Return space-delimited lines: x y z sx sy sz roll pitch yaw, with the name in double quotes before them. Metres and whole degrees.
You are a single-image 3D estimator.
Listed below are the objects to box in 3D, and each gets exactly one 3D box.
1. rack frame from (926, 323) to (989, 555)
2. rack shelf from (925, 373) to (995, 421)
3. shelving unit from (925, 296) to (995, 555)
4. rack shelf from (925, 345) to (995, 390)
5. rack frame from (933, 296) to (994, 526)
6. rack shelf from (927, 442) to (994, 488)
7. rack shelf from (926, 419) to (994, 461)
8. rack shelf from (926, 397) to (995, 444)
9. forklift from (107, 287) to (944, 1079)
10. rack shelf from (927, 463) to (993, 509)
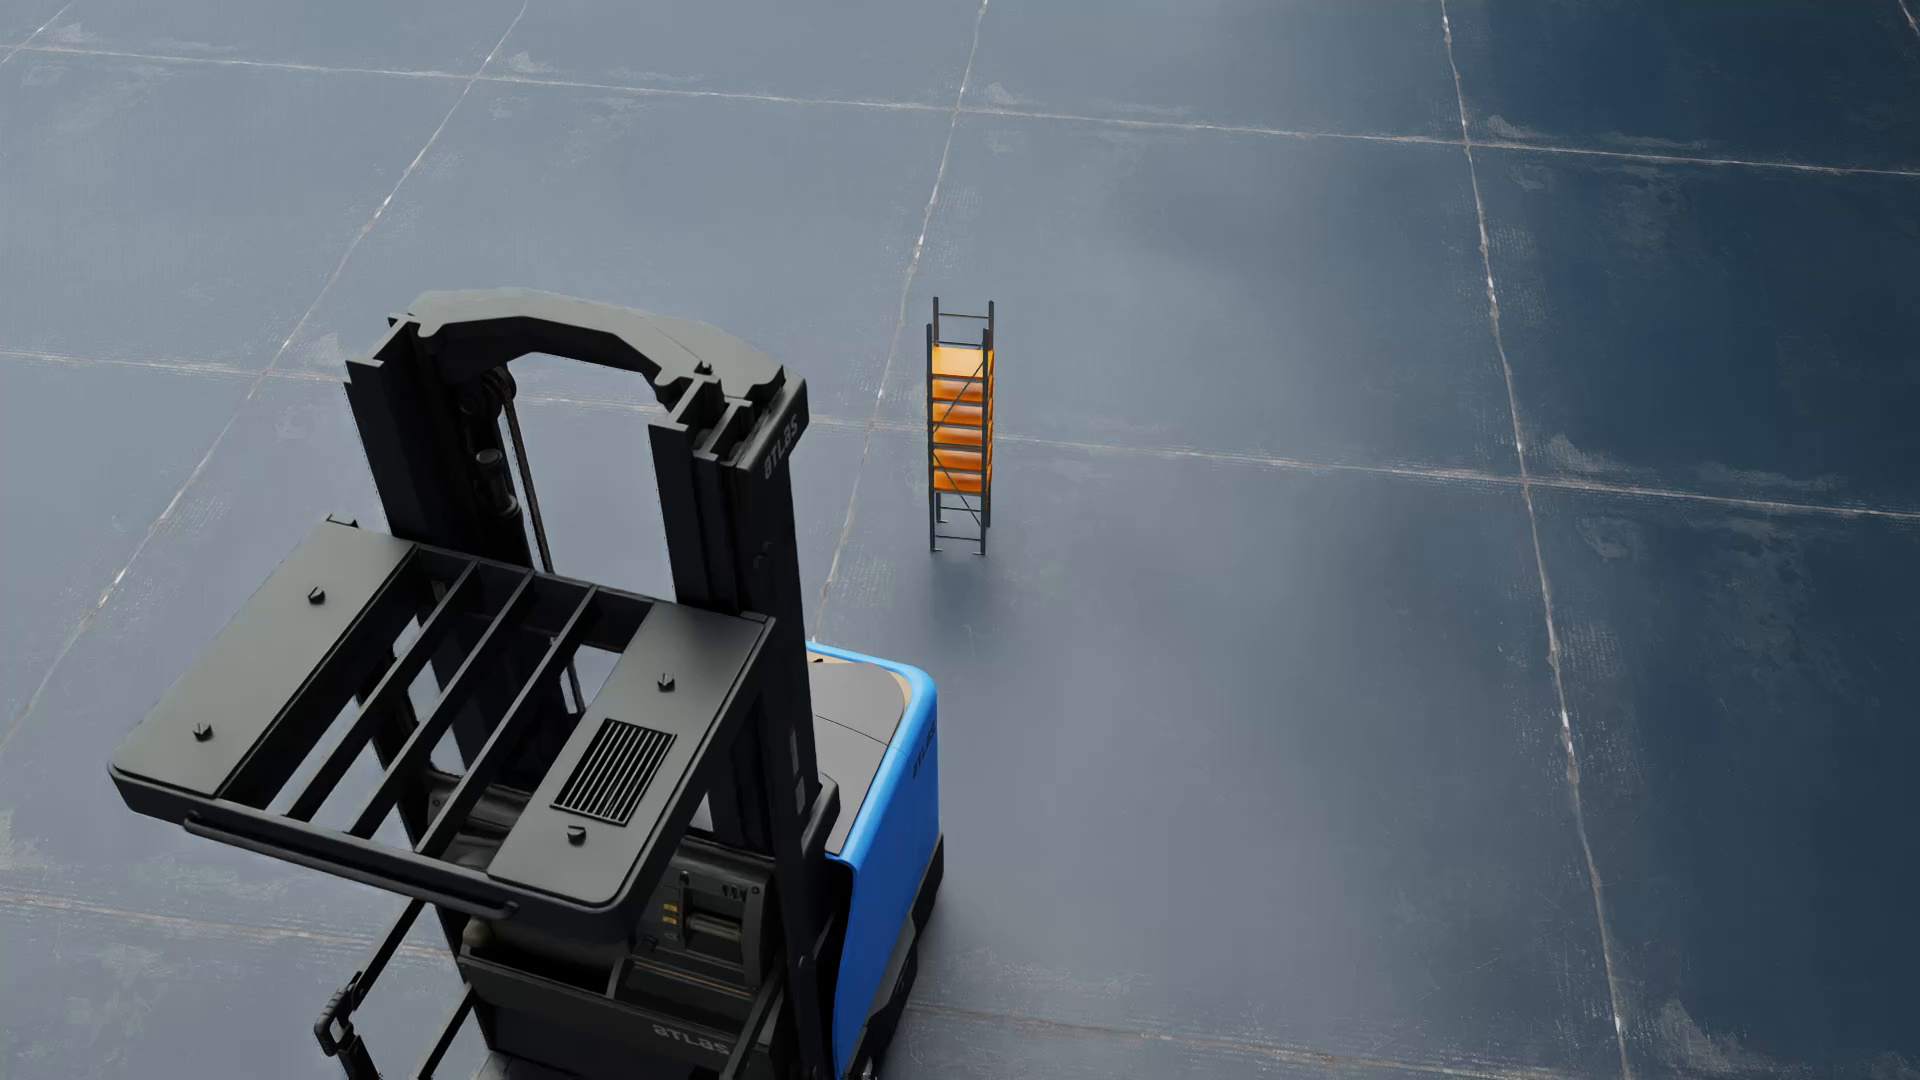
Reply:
"rack frame" -0.010 -0.383 6.782 0.240 1.200 0.006 5 44 6
"rack shelf" 0.002 -0.588 6.713 0.258 0.103 0.180 5 44 6
"shelving unit" 0.002 -0.446 6.848 0.258 1.200 0.189 5 44 6
"rack shelf" 0.002 -0.675 6.631 0.258 0.103 0.180 5 44 6
"rack frame" 0.014 -0.508 6.914 0.240 1.200 0.006 5 44 6
"rack shelf" 0.002 -0.326 6.961 0.258 0.103 0.180 5 44 6
"rack shelf" 0.002 -0.413 6.878 0.258 0.103 0.180 5 44 6
"rack shelf" 0.002 -0.500 6.796 0.258 0.103 0.180 5 44 6
"forklift" -0.989 0.996 4.066 1.130 2.935 3.031 12 45 13
"rack shelf" 0.002 -0.239 7.043 0.258 0.103 0.180 5 44 6
